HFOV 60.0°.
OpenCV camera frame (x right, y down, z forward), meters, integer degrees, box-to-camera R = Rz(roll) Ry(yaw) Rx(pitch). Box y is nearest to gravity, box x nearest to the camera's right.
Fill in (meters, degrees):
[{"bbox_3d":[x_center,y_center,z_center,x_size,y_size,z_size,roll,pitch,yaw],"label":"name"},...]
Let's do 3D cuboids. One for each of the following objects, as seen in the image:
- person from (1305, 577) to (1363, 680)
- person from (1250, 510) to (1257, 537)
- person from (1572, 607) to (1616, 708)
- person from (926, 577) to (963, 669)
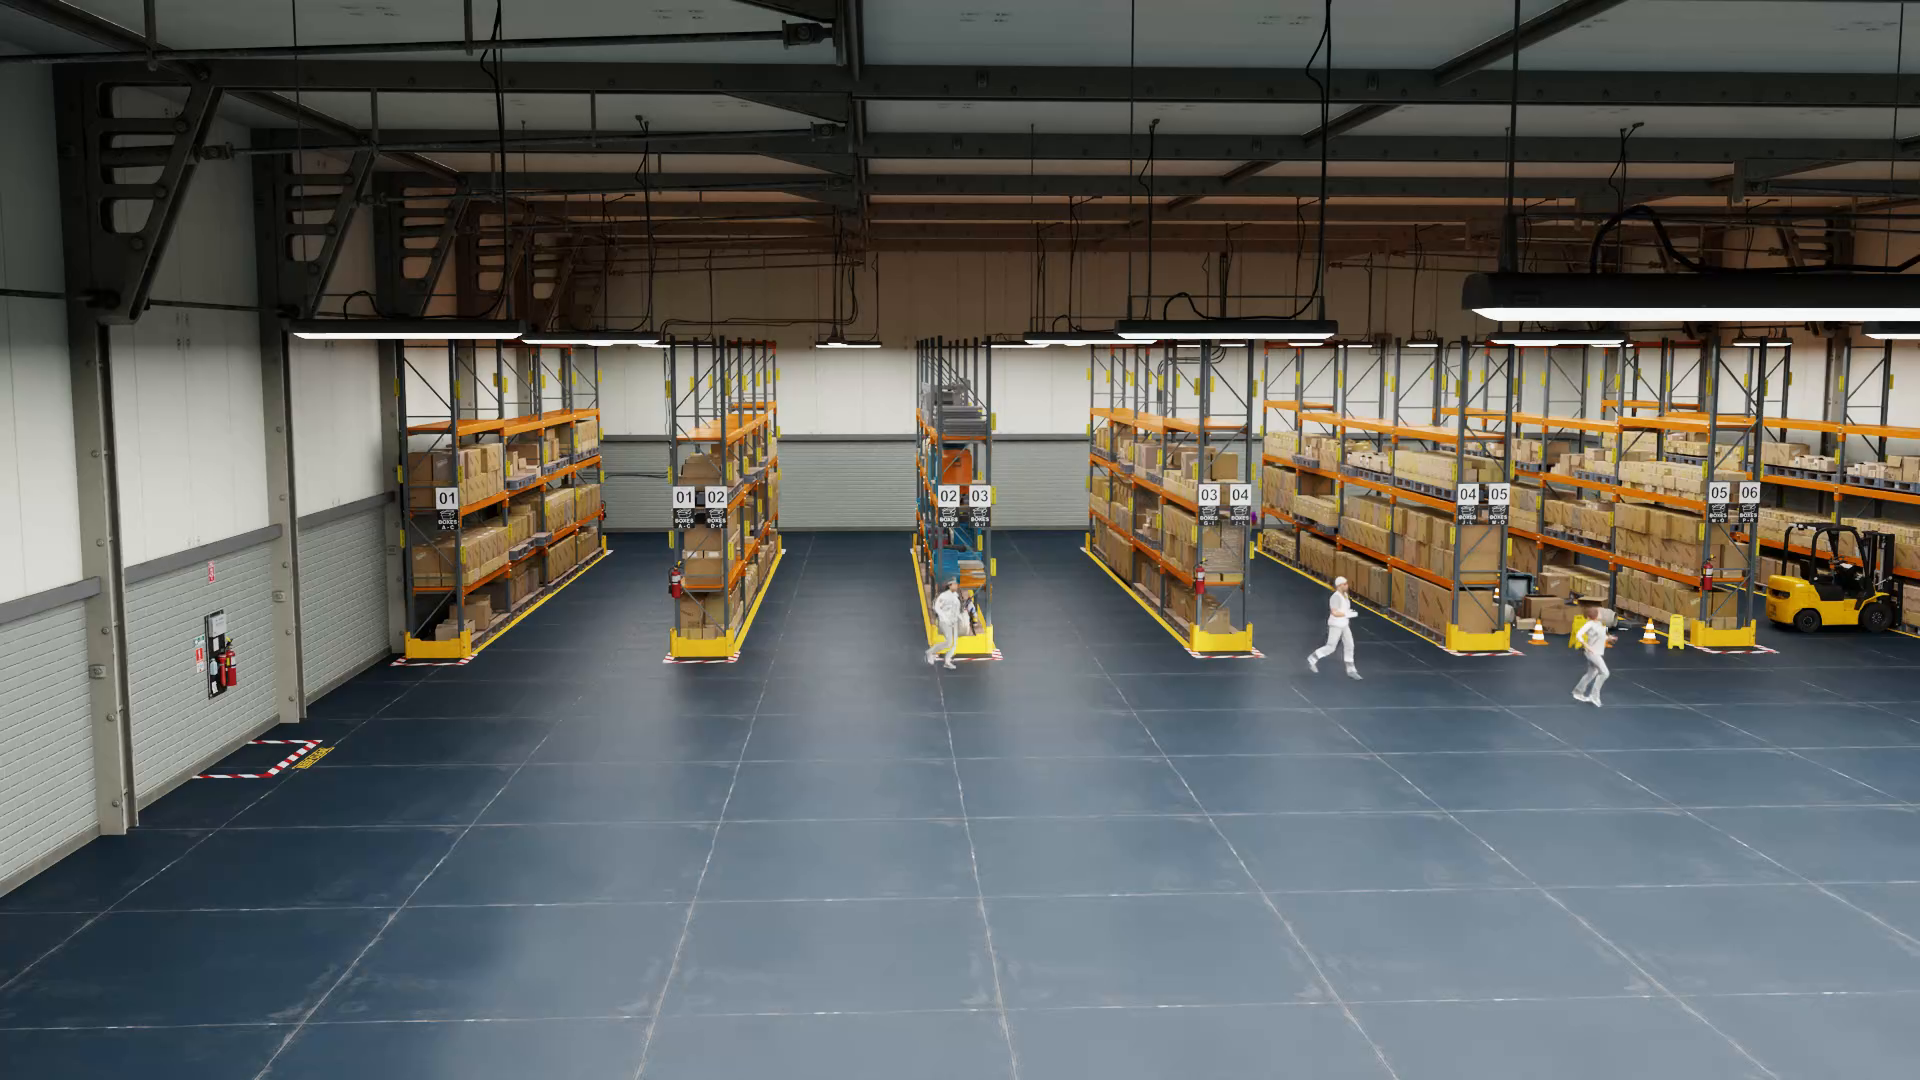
[{"bbox_3d":[6.589,1.525,29.130,1.002,1.798,0.671,5,8,35],"label":"person"},{"bbox_3d":[7.604,-0.179,44.416,0.665,1.792,0.709,0,6,0],"label":"person"},{"bbox_3d":[10.253,1.887,26.863,0.658,1.626,0.516,4,8,33],"label":"person"},{"bbox_3d":[-0.217,1.478,30.205,0.600,1.637,0.657,4,8,34],"label":"person"}]
